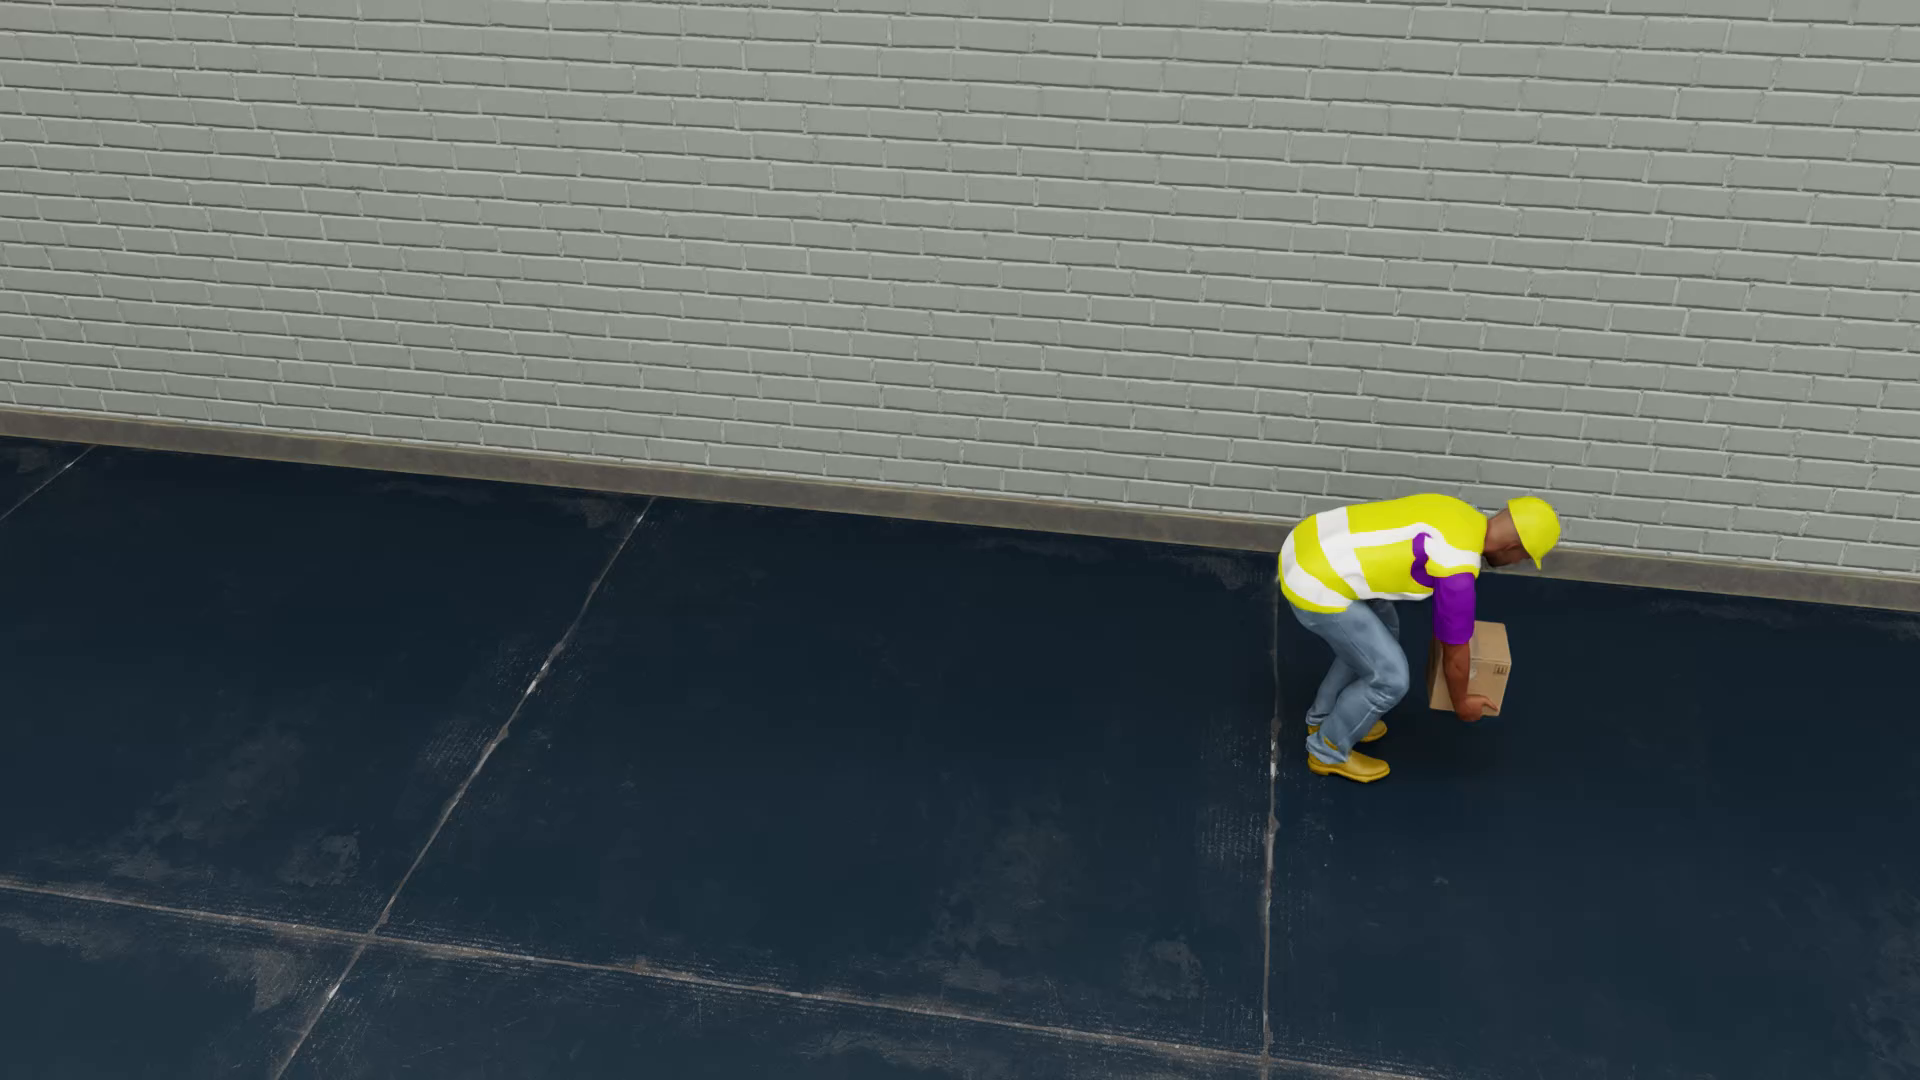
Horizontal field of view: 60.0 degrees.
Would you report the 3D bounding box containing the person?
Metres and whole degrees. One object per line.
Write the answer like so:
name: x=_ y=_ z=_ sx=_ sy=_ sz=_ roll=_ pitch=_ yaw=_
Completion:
person: x=1.639 y=0.329 z=6.153 sx=0.956 sy=1.166 sz=0.503 roll=4 pitch=32 yaw=6
